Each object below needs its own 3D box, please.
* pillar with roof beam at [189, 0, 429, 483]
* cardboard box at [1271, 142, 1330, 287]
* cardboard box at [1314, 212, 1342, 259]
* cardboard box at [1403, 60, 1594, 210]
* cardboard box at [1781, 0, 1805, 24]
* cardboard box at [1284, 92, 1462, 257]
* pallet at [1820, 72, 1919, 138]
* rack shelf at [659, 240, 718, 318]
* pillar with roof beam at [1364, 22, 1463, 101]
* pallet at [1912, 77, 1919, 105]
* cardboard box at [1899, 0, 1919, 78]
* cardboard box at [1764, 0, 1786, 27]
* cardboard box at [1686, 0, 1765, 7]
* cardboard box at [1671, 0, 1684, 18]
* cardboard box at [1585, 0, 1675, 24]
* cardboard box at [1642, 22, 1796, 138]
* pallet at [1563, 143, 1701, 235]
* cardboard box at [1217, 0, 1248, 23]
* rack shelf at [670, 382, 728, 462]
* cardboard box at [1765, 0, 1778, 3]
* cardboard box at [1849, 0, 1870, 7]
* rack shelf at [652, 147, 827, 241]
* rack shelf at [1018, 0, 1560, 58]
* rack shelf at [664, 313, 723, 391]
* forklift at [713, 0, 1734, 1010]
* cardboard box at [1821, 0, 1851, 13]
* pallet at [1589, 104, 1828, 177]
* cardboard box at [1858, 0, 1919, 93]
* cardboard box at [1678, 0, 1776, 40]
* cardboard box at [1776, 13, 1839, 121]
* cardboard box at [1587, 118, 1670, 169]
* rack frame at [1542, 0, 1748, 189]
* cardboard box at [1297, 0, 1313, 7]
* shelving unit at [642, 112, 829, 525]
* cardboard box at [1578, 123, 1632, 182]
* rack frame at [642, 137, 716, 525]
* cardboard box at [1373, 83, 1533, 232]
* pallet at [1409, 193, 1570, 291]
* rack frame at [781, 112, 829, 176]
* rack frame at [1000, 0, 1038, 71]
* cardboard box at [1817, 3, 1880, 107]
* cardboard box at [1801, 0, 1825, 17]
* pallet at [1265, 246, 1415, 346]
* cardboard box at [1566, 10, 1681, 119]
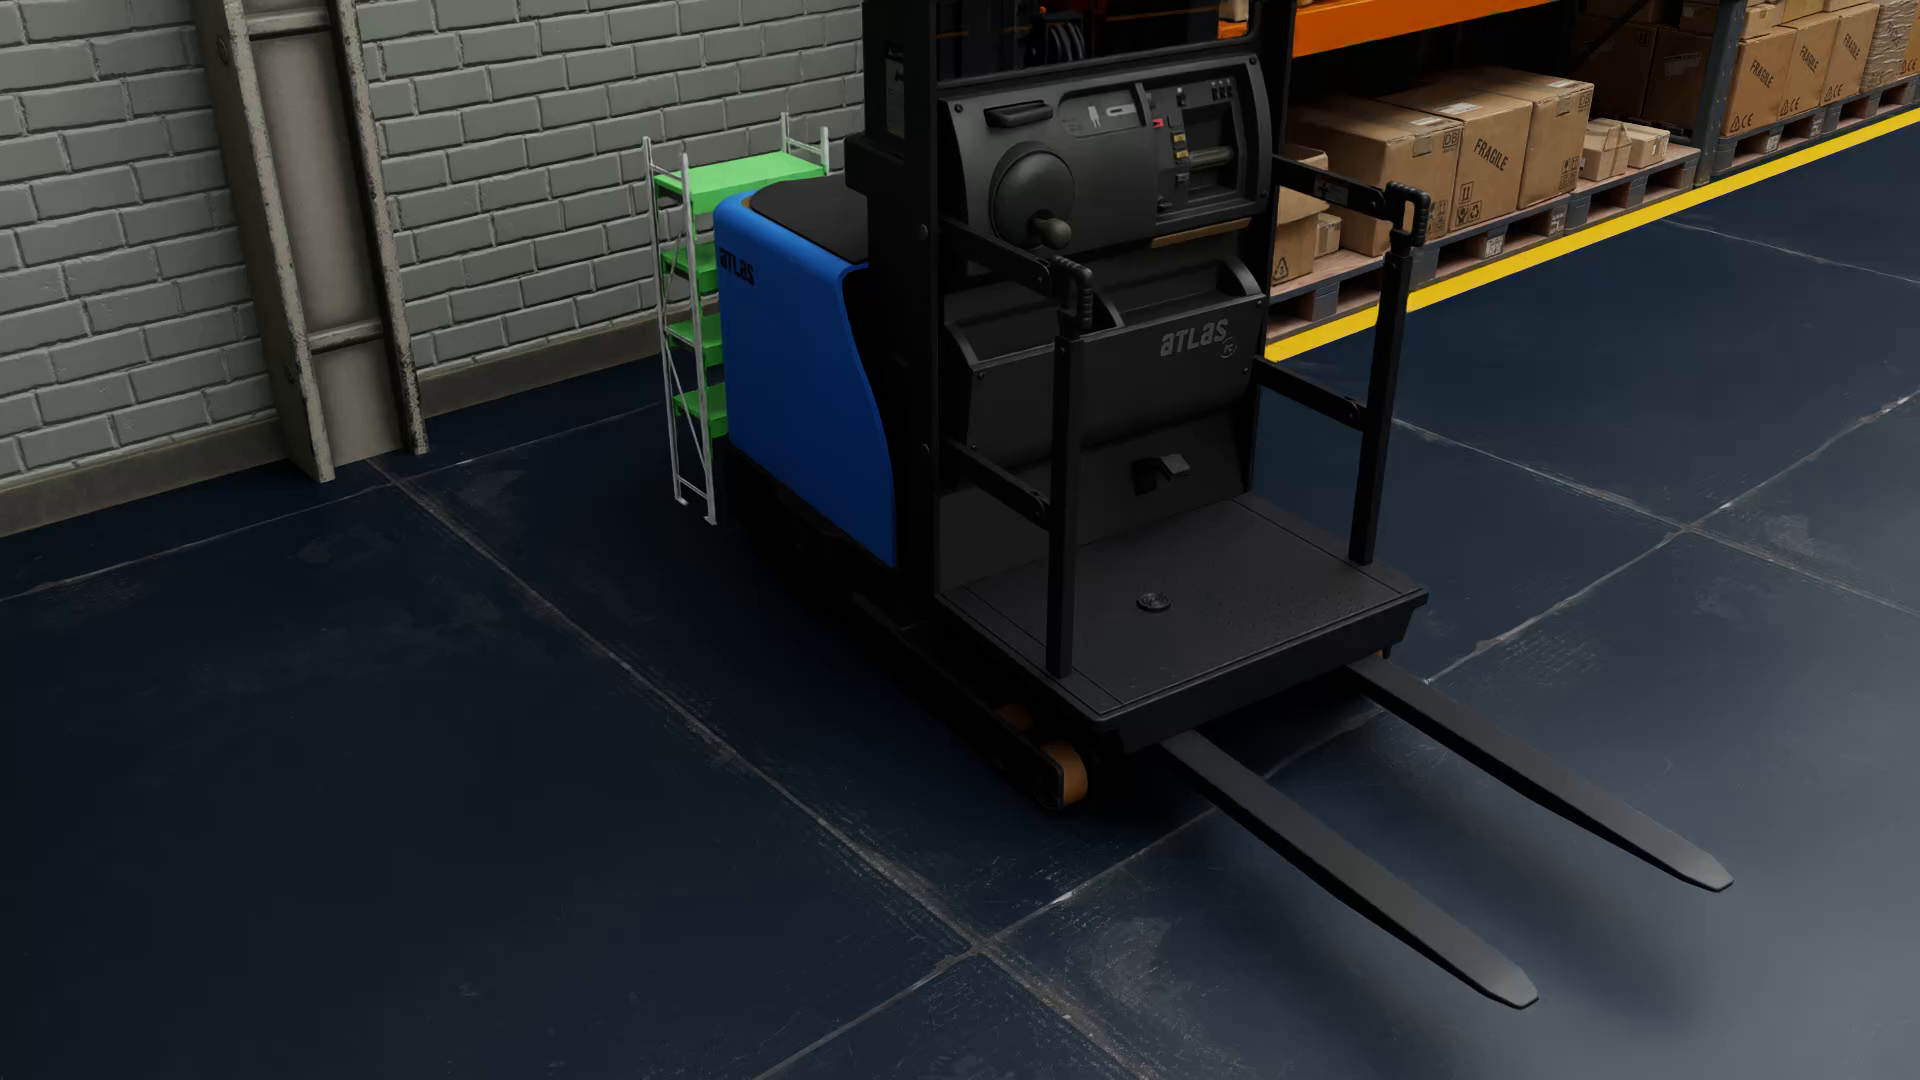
[{"bbox_3d":[0.685,-2.732,0.814,0.400,9.000,9.100,-22,35,-35],"label":"pillar with roof beam"},{"bbox_3d":[1.054,-1.368,6.831,0.637,0.503,0.797,-24,36,-37],"label":"cardboard box"},{"bbox_3d":[1.402,-1.328,7.132,0.250,0.149,0.380,-24,36,-37],"label":"cardboard box"},{"bbox_3d":[2.519,-1.932,7.889,0.500,0.500,0.700,-23,36,-37],"label":"cardboard box"},{"bbox_3d":[4.364,-2.933,9.074,0.250,0.149,0.380,-24,36,-37],"label":"cardboard box"},{"bbox_3d":[1.729,-1.614,7.295,0.500,0.500,0.700,-20,34,-33],"label":"cardboard box"},{"bbox_3d":[5.093,-2.762,10.195,1.213,0.211,1.003,-22,35,-35],"label":"pallet"},{"bbox_3d":[-0.673,-0.851,5.196,0.480,0.148,0.258,-20,34,-33],"label":"rack shelf"},{"bbox_3d":[5.249,-4.567,4.249,0.400,9.000,9.100,-22,35,-35],"label":"pillar with roof beam"},{"bbox_3d":[6.020,-3.134,10.890,1.213,0.211,1.003,-22,35,-35],"label":"pallet"},{"bbox_3d":[5.647,-3.144,10.158,0.500,0.500,0.500,-20,34,-33],"label":"cardboard box"},{"bbox_3d":[4.176,-2.850,8.919,0.250,0.149,0.380,-23,36,-36],"label":"cardboard box"},{"bbox_3d":[3.976,-2.891,8.680,0.250,0.149,0.380,-23,35,-36],"label":"cardboard box"},{"bbox_3d":[3.859,-3.022,9.241,0.250,0.149,0.380,-22,35,-35],"label":"cardboard box"},{"bbox_3d":[3.663,-2.939,9.086,0.250,0.149,0.380,-24,36,-37],"label":"cardboard box"},{"bbox_3d":[4.084,-2.505,8.961,0.500,0.500,0.500,-20,34,-33],"label":"cardboard box"},{"bbox_3d":[3.047,-1.915,8.610,1.213,0.211,1.003,-22,35,-35],"label":"pallet"},{"bbox_3d":[0.955,-2.022,6.118,0.250,0.149,0.380,-22,35,-35],"label":"cardboard box"},{"bbox_3d":[-0.673,-0.428,5.422,0.480,0.148,0.258,-20,34,-33],"label":"rack shelf"},{"bbox_3d":[4.182,-2.966,8.820,0.250,0.149,0.380,-24,36,-37],"label":"cardboard box"},{"bbox_3d":[4.968,-3.160,9.498,0.250,0.149,0.380,-20,34,-33],"label":"cardboard box"},{"bbox_3d":[-0.673,-1.063,5.083,0.480,0.148,0.258,-20,34,-33],"label":"rack shelf"},{"bbox_3d":[2.048,-2.426,7.370,4.000,0.370,1.077,-22,35,-35],"label":"rack shelf"},{"bbox_3d":[-0.673,-0.639,5.309,0.480,0.148,0.258,-20,34,-33],"label":"rack shelf"},{"bbox_3d":[0.495,-0.896,3.817,1.130,2.935,3.031,-17,33,-29],"label":"forklift"},{"bbox_3d":[4.778,-3.085,9.358,0.250,0.149,0.380,-22,35,-35],"label":"cardboard box"},{"bbox_3d":[4.164,-2.387,9.493,1.213,0.211,1.003,-22,35,-35],"label":"pallet"},{"bbox_3d":[5.264,-2.979,9.848,0.500,0.500,0.500,-23,36,-37],"label":"cardboard box"},{"bbox_3d":[4.015,-2.738,8.709,0.250,0.149,0.380,-20,34,-33],"label":"cardboard box"},{"bbox_3d":[4.482,-2.671,9.272,0.500,0.500,0.500,-22,35,-36],"label":"cardboard box"},{"bbox_3d":[3.337,-2.007,8.402,0.250,0.149,0.380,-23,36,-36],"label":"cardboard box"},{"bbox_3d":[3.570,-3.355,8.345,0.127,3.000,1.000,-22,35,-35],"label":"rack frame"},{"bbox_3d":[1.118,-2.117,6.295,0.250,0.149,0.380,-21,35,-34],"label":"cardboard box"},{"bbox_3d":[-0.673,-0.696,5.279,0.503,1.200,0.258,-20,34,-33],"label":"shelving unit"},{"bbox_3d":[3.065,-1.949,8.170,0.258,0.266,0.396,-20,34,-33],"label":"cardboard box"},{"bbox_3d":[-0.865,-0.624,5.145,0.015,1.200,0.240,-20,34,-33],"label":"rack frame"},{"bbox_3d":[2.196,-1.740,7.531,0.500,0.500,0.500,-21,35,-34],"label":"cardboard box"},{"bbox_3d":[2.118,-1.540,7.908,1.213,0.211,1.003,-22,35,-35],"label":"pallet"},{"bbox_3d":[-0.482,-0.767,5.413,0.015,1.200,0.240,-20,34,-33],"label":"rack frame"},{"bbox_3d":[0.527,-2.131,6.055,0.127,3.000,1.000,-22,35,-35],"label":"rack frame"},{"bbox_3d":[4.865,-2.822,9.555,0.500,0.500,0.500,-23,36,-36],"label":"cardboard box"},{"bbox_3d":[4.563,-3.022,9.240,0.250,0.149,0.380,-23,35,-36],"label":"cardboard box"},{"bbox_3d":[1.190,-1.169,7.213,1.213,0.211,1.003,-22,35,-35],"label":"pallet"},{"bbox_3d":[3.751,-2.694,9.315,0.500,0.500,0.500,-22,35,-35],"label":"cardboard box"}]
